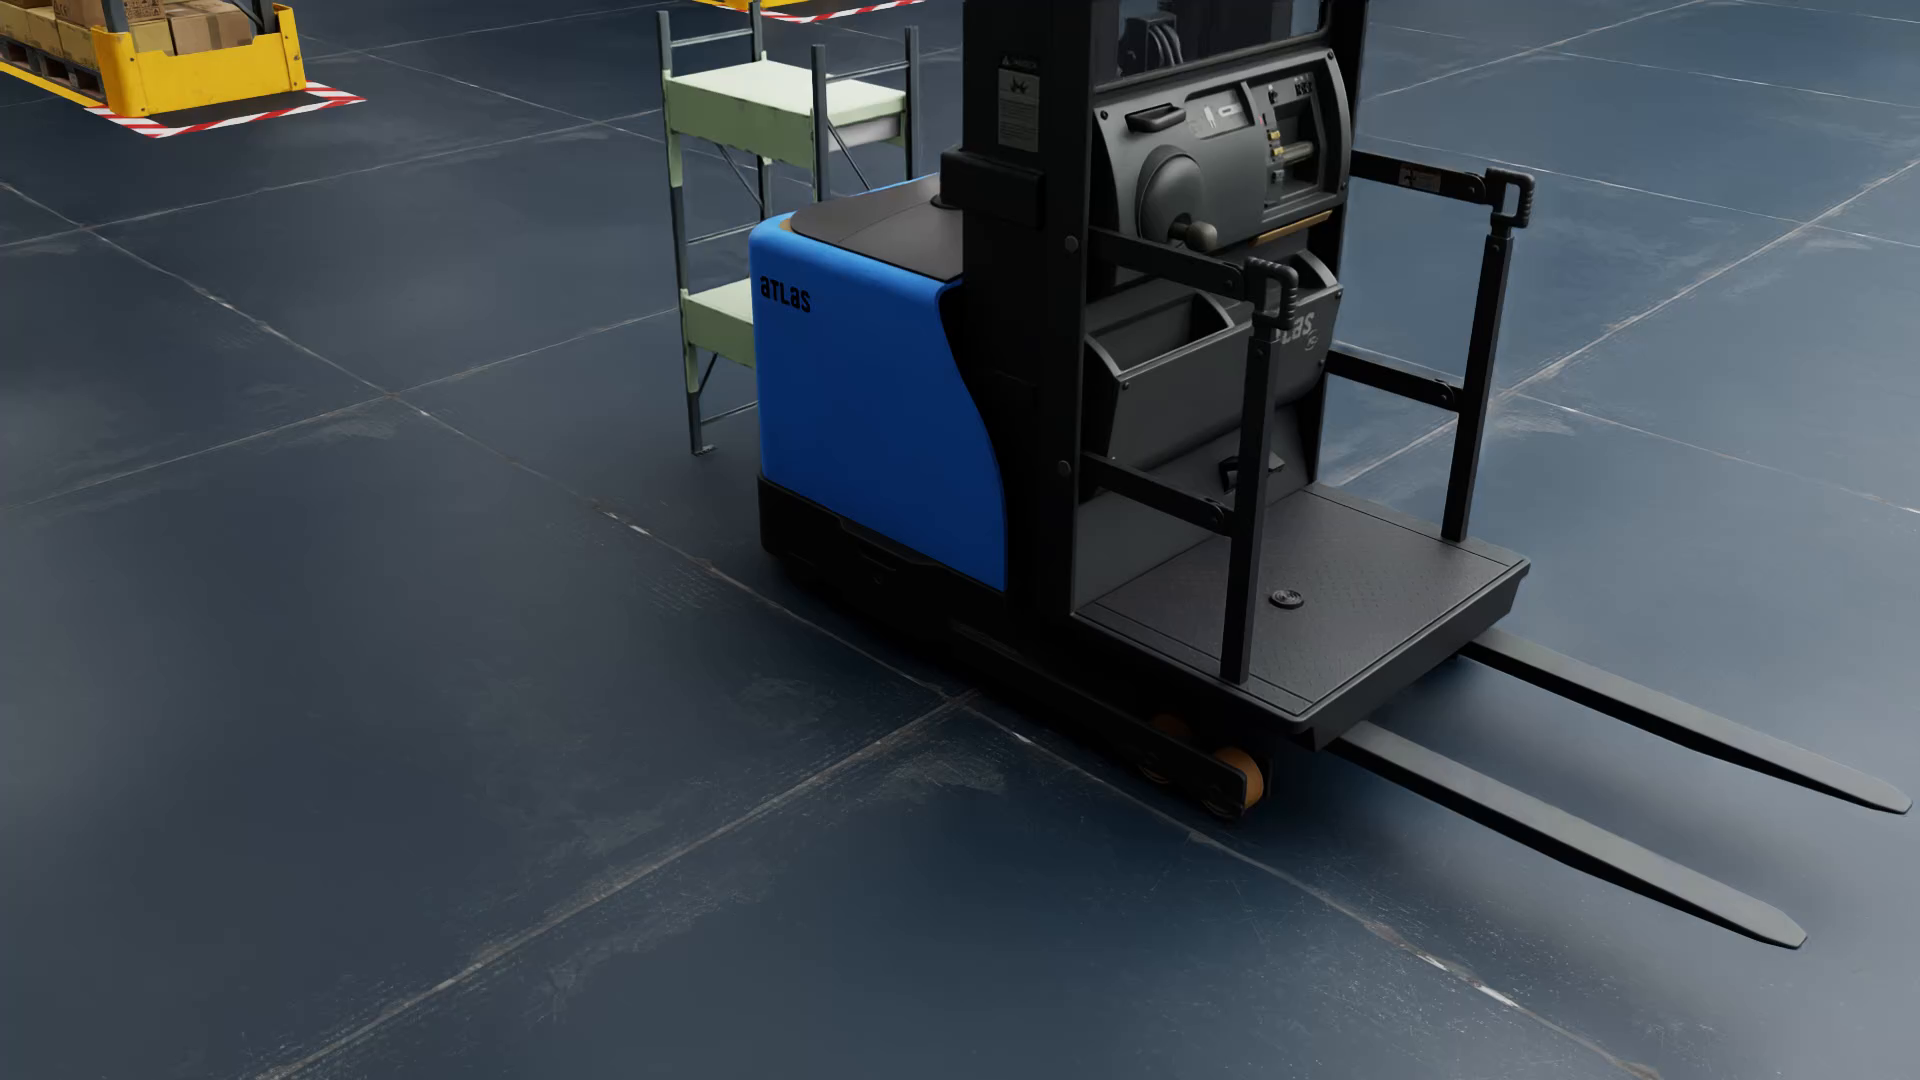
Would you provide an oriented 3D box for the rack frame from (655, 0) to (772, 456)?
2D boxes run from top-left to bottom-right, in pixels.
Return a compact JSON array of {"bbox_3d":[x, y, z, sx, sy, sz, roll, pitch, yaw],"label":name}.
[{"bbox_3d":[-0.792,-1.028,5.594,0.023,1.500,0.400,25,36,38],"label":"rack frame"}]

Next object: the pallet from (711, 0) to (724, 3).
[{"bbox_3d":[-1.982,-4.835,14.219,1.213,0.211,1.003,25,36,38],"label":"pallet"}]

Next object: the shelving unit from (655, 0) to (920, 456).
[{"bbox_3d":[-0.532,-0.908,5.366,0.755,1.500,0.431,25,36,38],"label":"shelving unit"}]

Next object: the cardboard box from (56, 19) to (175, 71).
[{"bbox_3d":[-5.384,-3.196,10.609,0.500,0.250,0.500,25,36,38],"label":"cardboard box"}]

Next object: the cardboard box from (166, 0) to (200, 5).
[{"bbox_3d":[-5.380,-3.530,11.244,0.500,0.250,0.500,25,36,38],"label":"cardboard box"}]

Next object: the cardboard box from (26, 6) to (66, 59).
[{"bbox_3d":[-5.749,-3.356,10.912,0.500,0.250,0.500,25,36,38],"label":"cardboard box"}]

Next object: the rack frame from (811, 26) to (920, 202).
[{"bbox_3d":[-0.272,-0.789,5.138,0.023,1.500,0.400,25,36,38],"label":"rack frame"}]

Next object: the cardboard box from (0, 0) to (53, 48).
[{"bbox_3d":[-6.107,-3.518,11.221,0.500,0.250,0.500,25,36,38],"label":"cardboard box"}]

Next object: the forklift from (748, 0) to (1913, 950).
[{"bbox_3d":[0.794,-0.906,3.825,3.031,2.935,1.130,25,36,38],"label":"forklift"}]

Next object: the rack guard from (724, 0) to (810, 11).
[{"bbox_3d":[-1.406,-4.696,13.644,0.348,0.500,1.175,25,36,38],"label":"rack guard"}]

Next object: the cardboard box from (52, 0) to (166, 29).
[{"bbox_3d":[-5.385,-3.528,10.433,0.500,0.500,0.500,25,36,38],"label":"cardboard box"}]

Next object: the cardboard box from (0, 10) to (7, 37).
[{"bbox_3d":[-6.462,-3.682,11.532,0.500,0.250,0.500,25,36,38],"label":"cardboard box"}]

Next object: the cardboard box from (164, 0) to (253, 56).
[{"bbox_3d":[-5.021,-3.368,10.936,0.500,0.250,0.500,25,36,38],"label":"cardboard box"}]

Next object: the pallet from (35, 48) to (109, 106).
[{"bbox_3d":[-5.369,-3.152,11.018,1.213,0.211,1.003,25,36,38],"label":"pallet"}]

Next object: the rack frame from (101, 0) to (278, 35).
[{"bbox_3d":[-4.794,-4.151,9.921,0.127,3.000,1.000,25,36,38],"label":"rack frame"}]

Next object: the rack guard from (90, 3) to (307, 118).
[{"bbox_3d":[-4.777,-3.036,10.487,0.348,0.500,1.175,25,36,38],"label":"rack guard"}]

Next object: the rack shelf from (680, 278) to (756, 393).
[{"bbox_3d":[-0.532,-0.620,5.518,0.720,0.370,0.431,25,36,38],"label":"rack shelf"}]

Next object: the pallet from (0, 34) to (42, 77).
[{"bbox_3d":[-6.235,-3.550,11.775,1.213,0.211,1.003,25,36,38],"label":"pallet"}]

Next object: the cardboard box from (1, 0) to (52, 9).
[{"bbox_3d":[-6.109,-3.849,11.045,0.500,0.500,0.500,25,36,38],"label":"cardboard box"}]

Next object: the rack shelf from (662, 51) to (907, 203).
[{"bbox_3d":[-0.532,-1.254,5.184,0.720,0.370,0.431,25,36,38],"label":"rack shelf"}]

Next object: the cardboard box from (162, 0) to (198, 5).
[{"bbox_3d":[-5.379,-3.863,11.071,0.500,0.500,0.500,25,36,38],"label":"cardboard box"}]
